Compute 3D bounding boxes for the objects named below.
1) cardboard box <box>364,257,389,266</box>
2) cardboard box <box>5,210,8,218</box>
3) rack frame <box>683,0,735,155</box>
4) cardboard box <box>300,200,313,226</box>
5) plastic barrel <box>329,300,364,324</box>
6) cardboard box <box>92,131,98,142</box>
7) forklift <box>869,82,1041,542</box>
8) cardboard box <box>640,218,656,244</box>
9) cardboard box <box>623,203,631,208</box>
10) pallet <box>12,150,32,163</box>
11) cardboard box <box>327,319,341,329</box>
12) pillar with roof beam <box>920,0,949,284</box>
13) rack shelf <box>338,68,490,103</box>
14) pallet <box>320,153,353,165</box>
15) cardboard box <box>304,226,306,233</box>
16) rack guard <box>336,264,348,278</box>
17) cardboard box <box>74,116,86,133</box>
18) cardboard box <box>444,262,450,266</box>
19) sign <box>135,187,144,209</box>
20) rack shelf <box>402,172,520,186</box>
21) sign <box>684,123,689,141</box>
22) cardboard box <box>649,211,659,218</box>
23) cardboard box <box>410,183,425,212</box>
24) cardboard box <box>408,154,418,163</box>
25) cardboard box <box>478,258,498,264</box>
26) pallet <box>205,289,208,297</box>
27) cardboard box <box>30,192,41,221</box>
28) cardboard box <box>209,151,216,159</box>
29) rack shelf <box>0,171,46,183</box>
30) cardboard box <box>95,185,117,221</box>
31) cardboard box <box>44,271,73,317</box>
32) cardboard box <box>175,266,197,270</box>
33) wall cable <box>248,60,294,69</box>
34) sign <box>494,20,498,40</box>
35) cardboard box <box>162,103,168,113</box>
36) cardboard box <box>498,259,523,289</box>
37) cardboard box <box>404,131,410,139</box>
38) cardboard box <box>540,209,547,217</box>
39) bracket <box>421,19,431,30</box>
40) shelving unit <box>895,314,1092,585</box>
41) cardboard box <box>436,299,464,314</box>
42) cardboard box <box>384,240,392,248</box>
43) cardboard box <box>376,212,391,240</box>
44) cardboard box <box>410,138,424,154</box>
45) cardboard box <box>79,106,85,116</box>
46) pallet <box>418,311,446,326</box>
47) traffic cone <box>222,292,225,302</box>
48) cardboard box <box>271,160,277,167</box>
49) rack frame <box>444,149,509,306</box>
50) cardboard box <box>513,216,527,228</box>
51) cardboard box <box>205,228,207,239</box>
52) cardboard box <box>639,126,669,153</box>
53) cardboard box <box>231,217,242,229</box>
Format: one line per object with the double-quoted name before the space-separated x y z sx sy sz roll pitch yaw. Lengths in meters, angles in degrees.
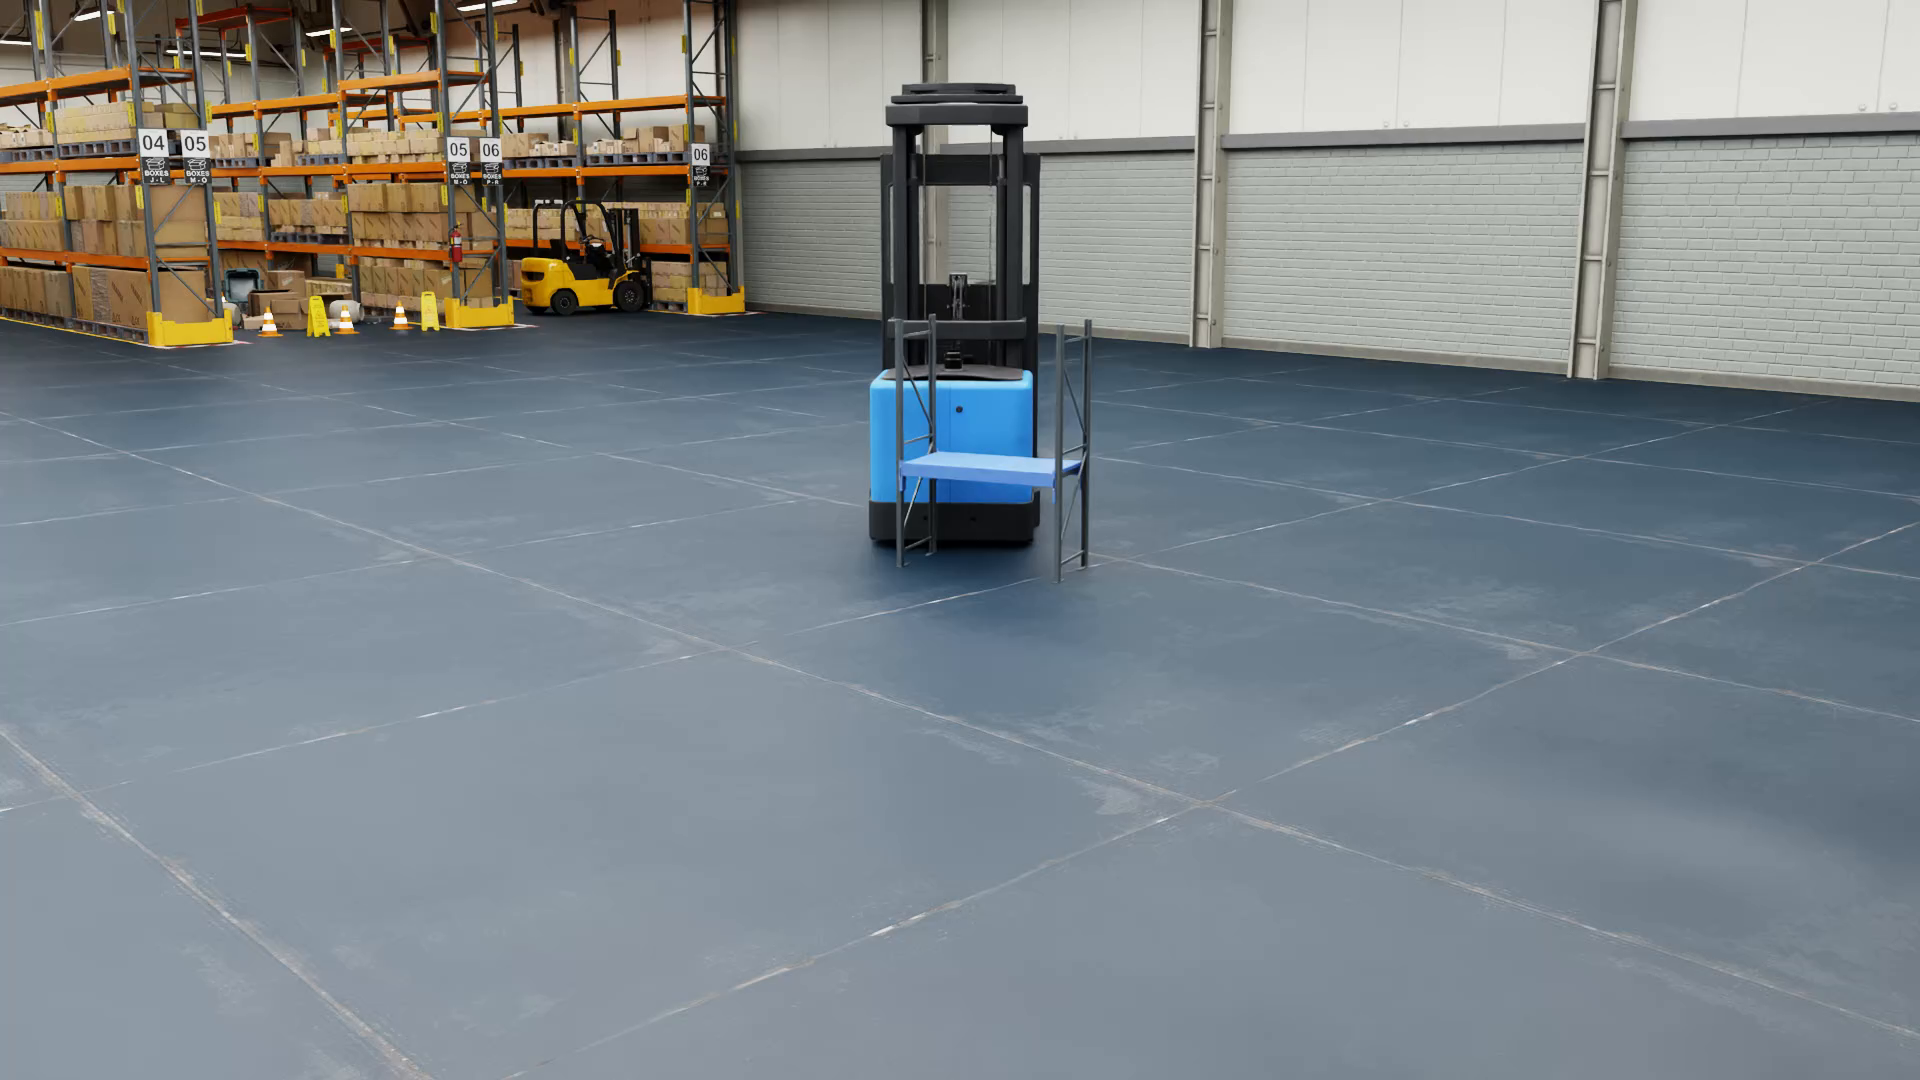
"cardboard box" -10.852 -5.188 30.965 0.380 0.149 0.250 -11 16 -42
"cardboard box" -18.095 -6.256 31.949 0.250 0.149 0.380 11 16 43
"rack frame" -4.757 -8.841 31.522 1.000 3.000 0.127 -11 16 -43
"cardboard box" -12.650 -6.455 32.781 0.500 0.500 0.500 11 16 43
"plastic barrel" -10.866 -4.039 29.467 0.512 0.421 0.421 -1 12 -4
"cardboard box" -13.383 -6.330 26.105 0.380 0.149 0.250 -11 16 -42
"forklift" 0.014 -1.669 11.748 1.130 2.935 3.031 1 12 3
"cardboard box" -5.993 -6.138 33.025 0.500 0.500 0.500 -11 16 -44
"cardboard box" -6.567 -6.734 33.570 0.380 0.149 0.250 -11 16 -43
"pallet" -16.122 -6.801 29.521 1.003 0.211 1.213 -10 15 -40
"cardboard box" -10.710 -3.724 28.617 0.380 0.149 0.250 -3 12 -13
"pillar with roof beam" -3.556 -7.592 25.463 9.100 9.000 0.400 -11 16 -43
"rack shelf" -9.726 -8.086 29.652 1.077 0.370 4.000 -11 16 -43
"pallet" -11.456 -7.276 31.827 1.213 0.211 1.003 -11 16 -43
"cardboard box" -12.832 -6.192 33.113 0.380 0.149 0.250 -10 15 -40
"rack guard" -15.754 -7.002 43.660 1.175 0.500 0.348 -11 16 -43
"cardboard box" -13.784 -6.628 26.562 0.500 0.250 0.500 -11 16 -43
"cardboard box" -11.803 -6.307 39.244 0.500 0.500 0.500 11 16 43
"sign" -12.257 -5.115 24.850 0.100 0.325 0.005 -11 16 -43
"rack shelf" -11.663 -8.479 38.981 1.077 0.370 4.000 -11 16 -43
"sign" -5.159 -7.693 31.386 0.100 0.325 0.005 -11 16 -43
"cardboard box" -5.914 -6.430 32.835 0.250 0.149 0.380 11 16 43
"cardboard box" -9.199 -6.014 29.204 0.700 0.500 0.500 -11 16 -42
"cardboard box" -9.481 -6.721 29.288 0.380 0.149 0.250 -11 16 -43
"cardboard box" -10.806 -6.406 38.117 0.250 0.149 0.380 11 16 42
"pallet" -17.100 -5.718 38.141 1.003 0.211 1.213 -11 16 -43
"cardboard box" -16.018 -5.922 29.498 0.700 0.500 0.500 -11 16 -43
"cardboard box" -16.011 -8.289 35.813 0.250 0.166 0.380 10 16 41
"rack shelf" -18.761 -7.082 32.201 1.077 0.370 4.000 -11 16 -43
"cardboard box" -13.278 -5.395 26.616 0.875 0.550 0.500 -11 16 -43
"cardboard box" -15.111 -4.271 28.745 1.050 0.750 0.750 -11 16 -43
"cardboard box" -17.606 -6.150 38.635 0.875 0.438 0.875 11 16 43
"wall cable" -18.778 -14.902 47.159 2.988 3.039 0.133 -11 16 -43
"sign" -7.952 -8.720 28.427 0.100 0.325 0.005 -11 16 -43
"cardboard box" -12.028 -6.627 25.567 0.380 0.149 0.250 -11 16 -42
"cardboard box" -9.861 -6.020 37.541 0.875 0.625 0.625 -10 15 -41
"cardboard box" -9.595 -7.156 29.422 0.250 0.149 0.380 11 16 44
"cardboard box" -8.820 -7.054 35.862 0.380 0.149 0.250 -11 16 -42
"bracket" -12.843 -12.472 40.228 0.235 0.232 0.430 -11 16 -43
"shelving unit" 0.197 -0.565 9.937 1.048 1.500 0.538 5 13 24
"cardboard box" -9.114 -4.153 29.410 0.500 0.250 0.500 -11 16 -43
"cardboard box" -10.245 -5.392 30.274 0.380 0.149 0.250 -11 16 -42
"cardboard box" -10.304 -5.741 30.356 0.500 0.500 0.500 -11 16 -43
"cardboard box" -9.230 -6.864 28.996 0.500 0.250 0.500 -11 16 -43
"cardboard box" -13.732 -6.795 26.382 0.380 0.149 0.250 -11 16 -43
"pallet" -8.933 -3.979 29.702 1.003 0.211 1.213 -11 16 -43
"traffic cone" -13.899 -4.440 31.317 0.336 0.463 0.334 -11 16 -43
"cardboard box" -13.775 -7.654 33.819 0.380 0.149 0.250 -11 16 -43
"rack frame" -8.345 -5.210 28.767 1.000 3.000 0.127 -11 16 -43
"cardboard box" -9.459 -6.991 36.541 0.500 0.250 0.500 11 16 44
"cardboard box" -16.519 -6.787 36.793 0.500 0.250 0.500 11 16 44
"cardboard box" -5.874 -7.869 32.704 0.700 0.500 0.500 -11 16 -42
"cardboard box" -15.113 -6.731 35.280 0.500 0.250 0.500 11 16 44
